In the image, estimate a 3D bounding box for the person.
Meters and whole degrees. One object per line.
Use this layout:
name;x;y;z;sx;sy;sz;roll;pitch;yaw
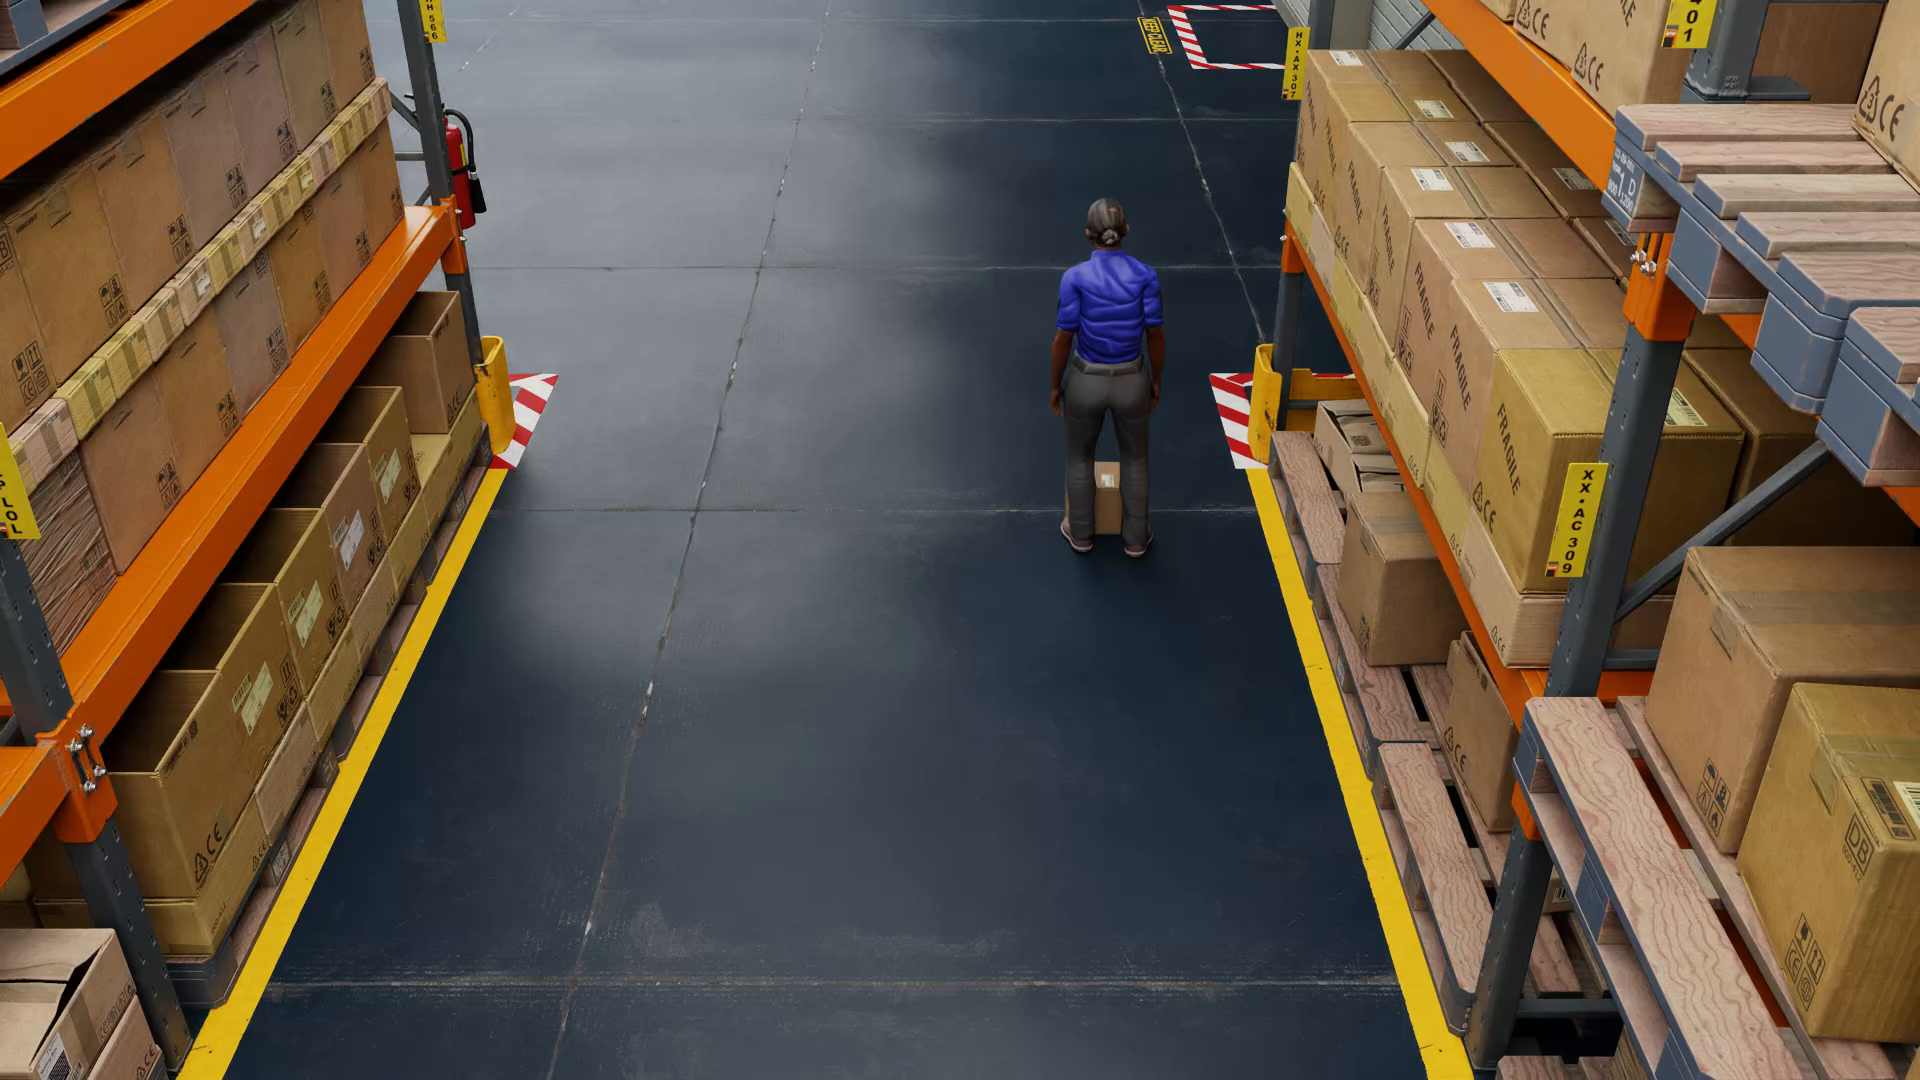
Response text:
person;0.644;-0.685;7.250;0.518;1.653;0.402;-2;32;-3
